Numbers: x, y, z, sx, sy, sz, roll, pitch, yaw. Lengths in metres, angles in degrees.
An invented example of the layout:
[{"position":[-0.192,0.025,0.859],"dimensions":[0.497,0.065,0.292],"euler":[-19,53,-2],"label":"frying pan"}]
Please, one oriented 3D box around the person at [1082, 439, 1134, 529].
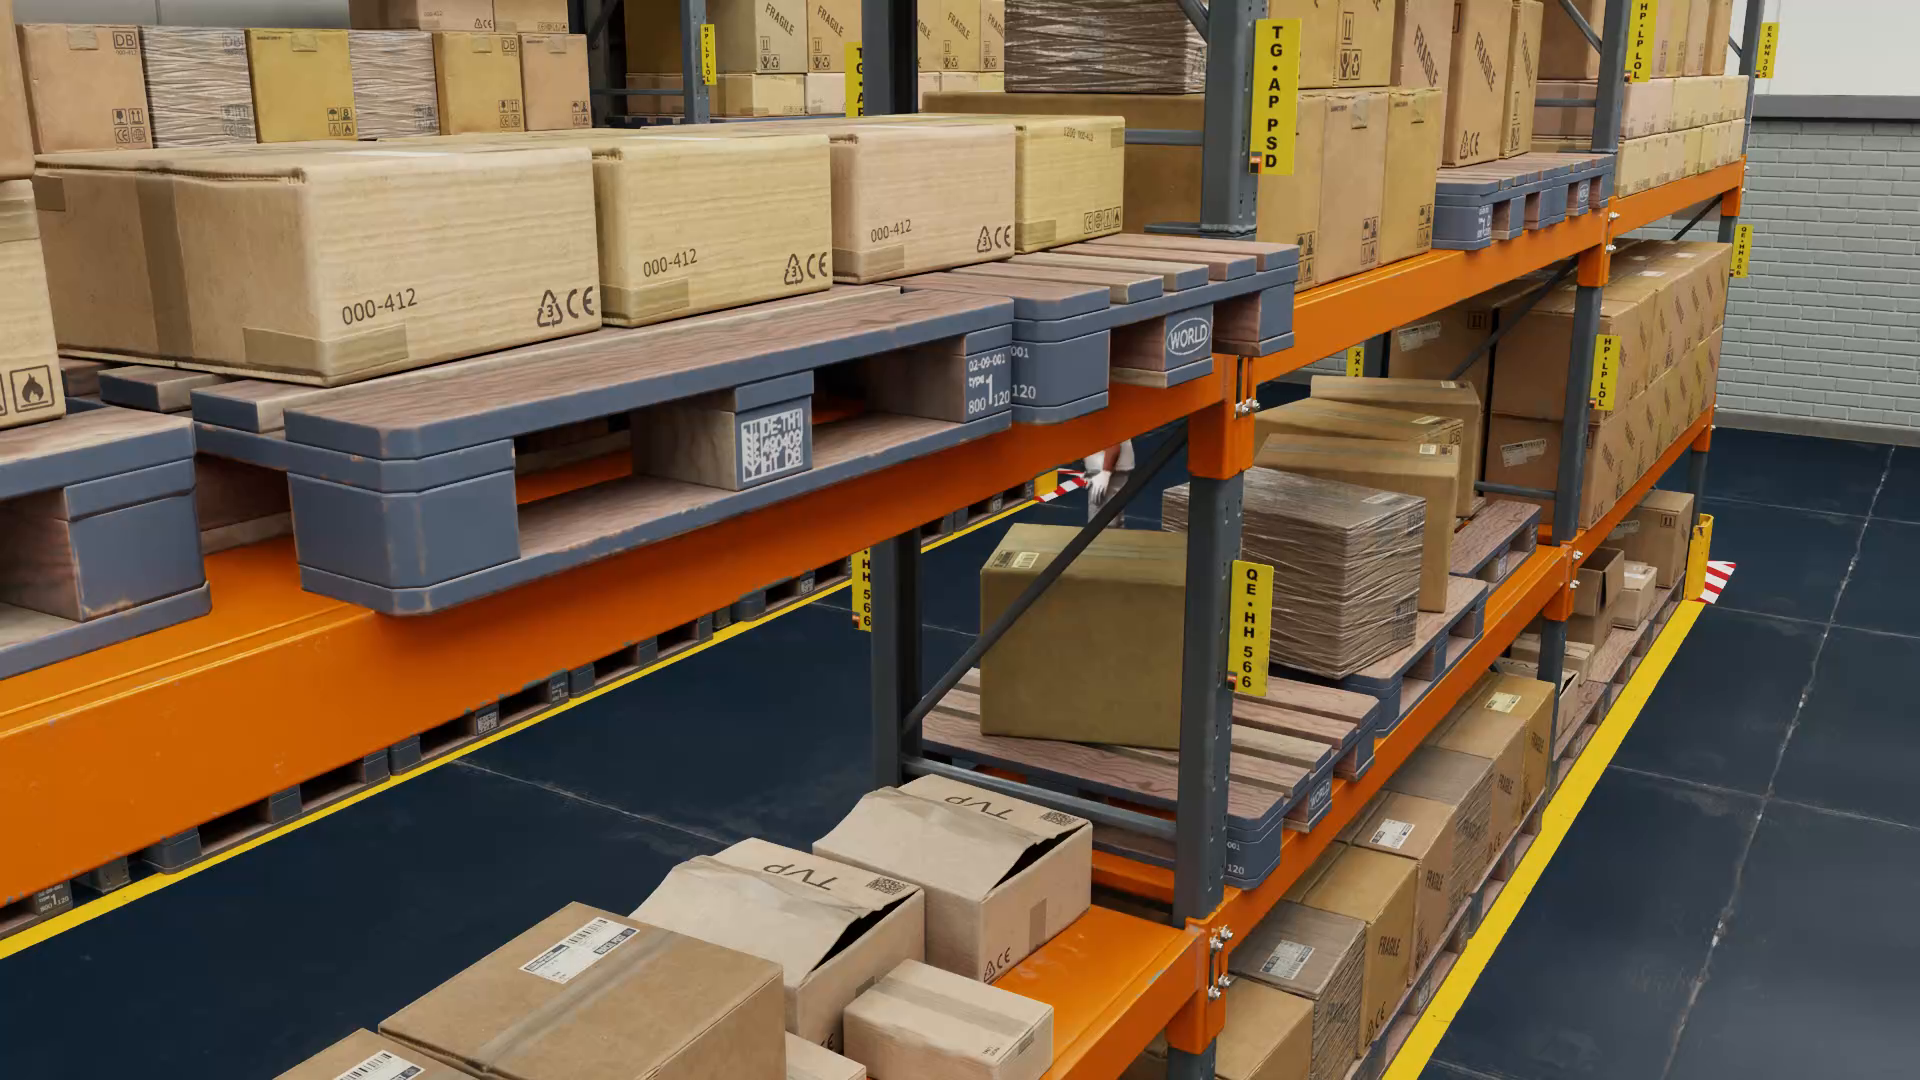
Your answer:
[{"position":[0.872,-0.418,10.333],"dimensions":[0.449,1.791,0.613],"euler":[0,16,0],"label":"person"}]
